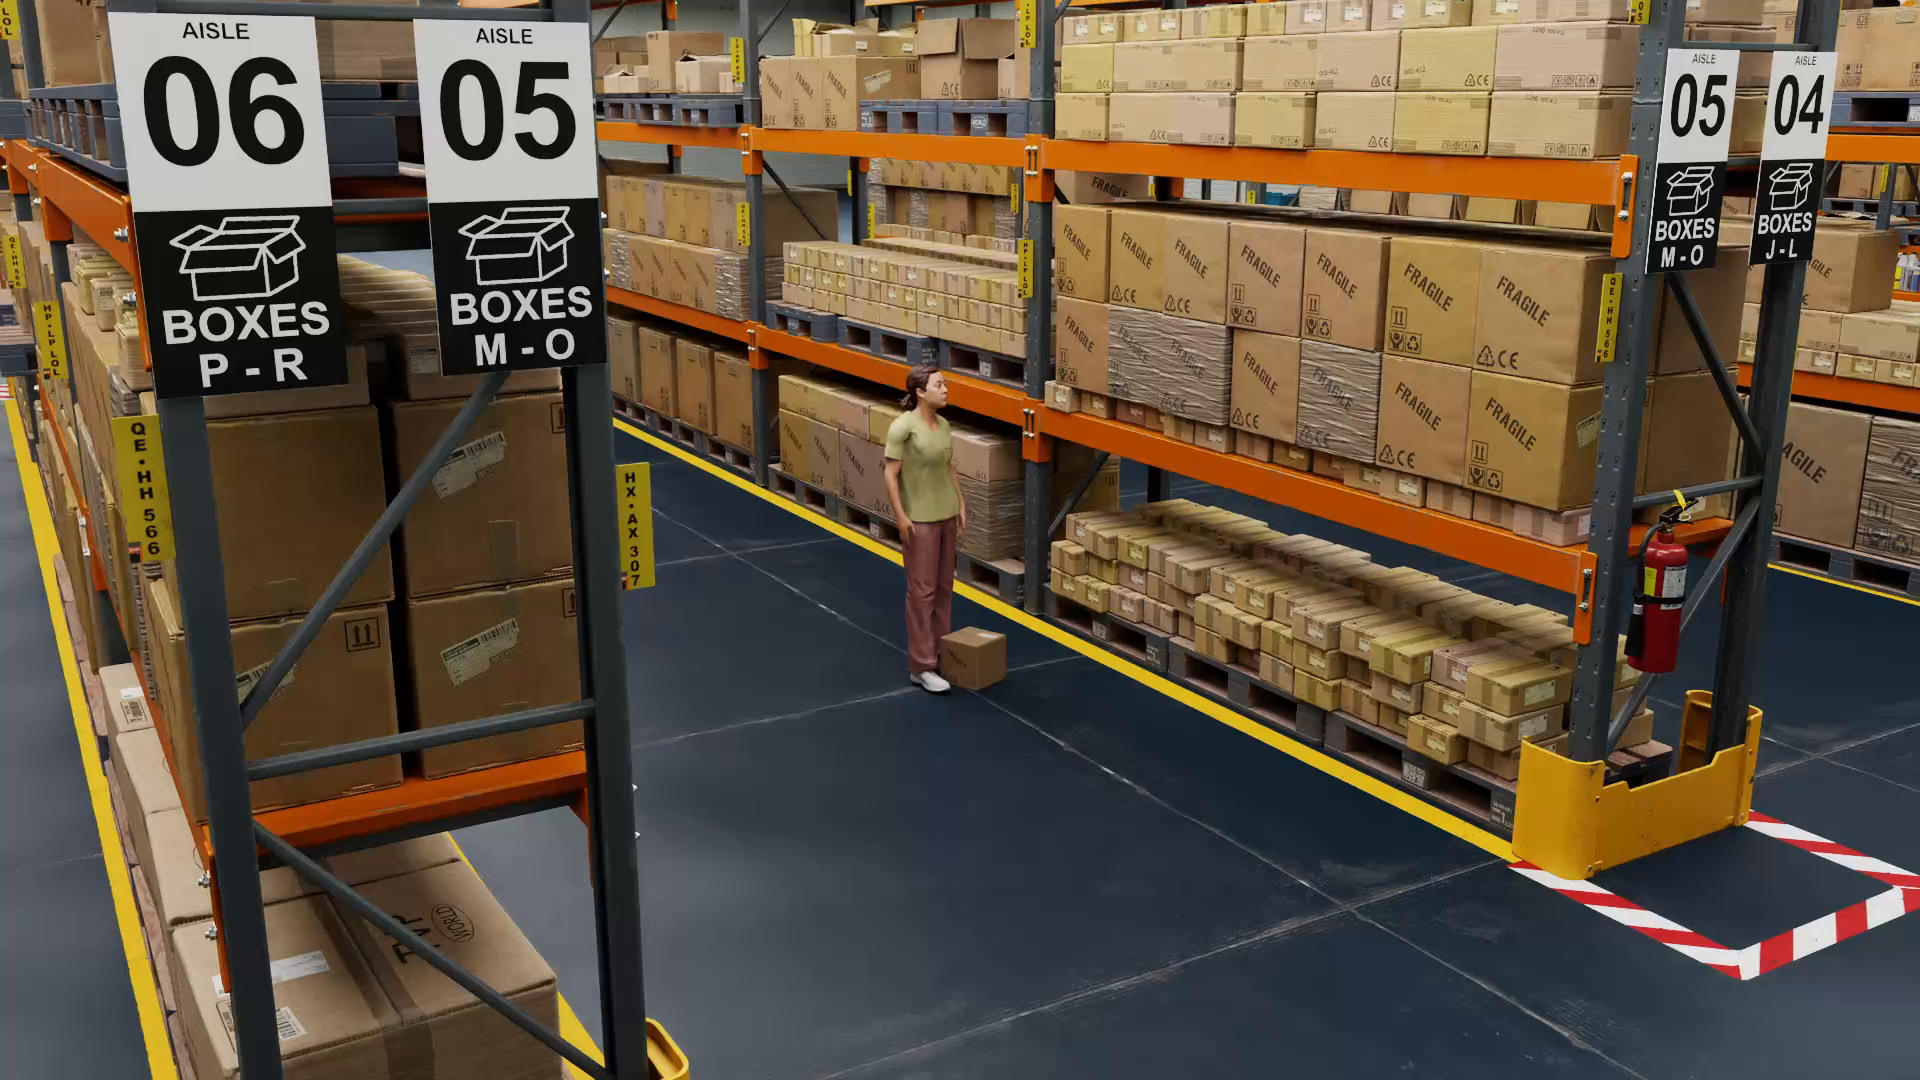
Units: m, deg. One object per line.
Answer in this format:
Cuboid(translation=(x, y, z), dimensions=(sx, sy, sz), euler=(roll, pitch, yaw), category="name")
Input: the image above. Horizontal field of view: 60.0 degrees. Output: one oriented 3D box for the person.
Cuboid(translation=(-0.115, -0.092, 8.829), dimensions=(0.547, 1.673, 0.554), euler=(12, 19, 39), category="person")
